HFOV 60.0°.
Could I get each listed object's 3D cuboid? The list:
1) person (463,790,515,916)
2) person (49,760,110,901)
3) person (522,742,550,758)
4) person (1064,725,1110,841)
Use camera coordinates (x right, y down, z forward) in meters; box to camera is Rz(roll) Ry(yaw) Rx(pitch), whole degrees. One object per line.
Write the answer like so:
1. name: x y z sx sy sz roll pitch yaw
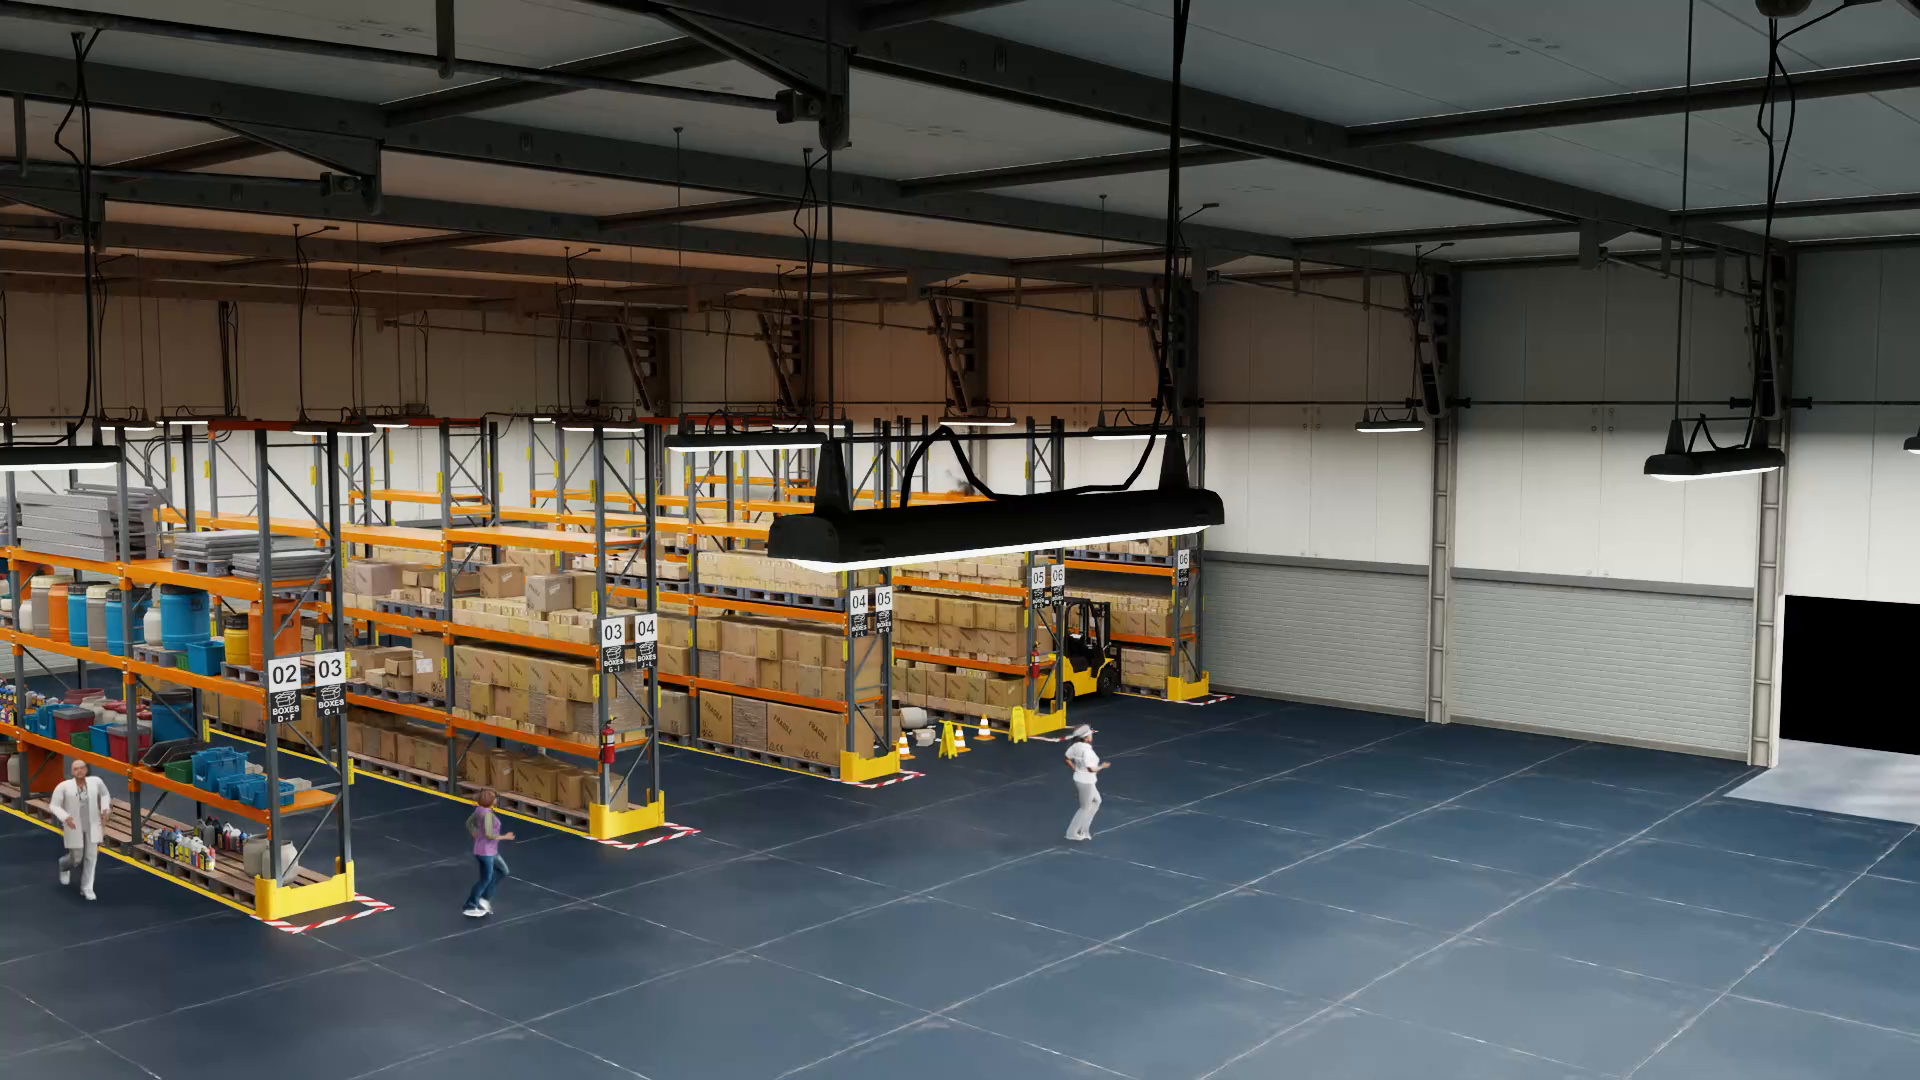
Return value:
1. person: -5.788 3.842 20.412 0.638 1.582 0.531 -2 5 -21
2. person: -11.293 3.789 21.392 0.718 1.567 0.842 -4 6 -40
3. person: -7.528 3.079 29.619 0.575 1.623 0.614 3 6 32
4. person: 1.828 3.505 23.938 0.664 1.722 0.554 -1 5 -14
